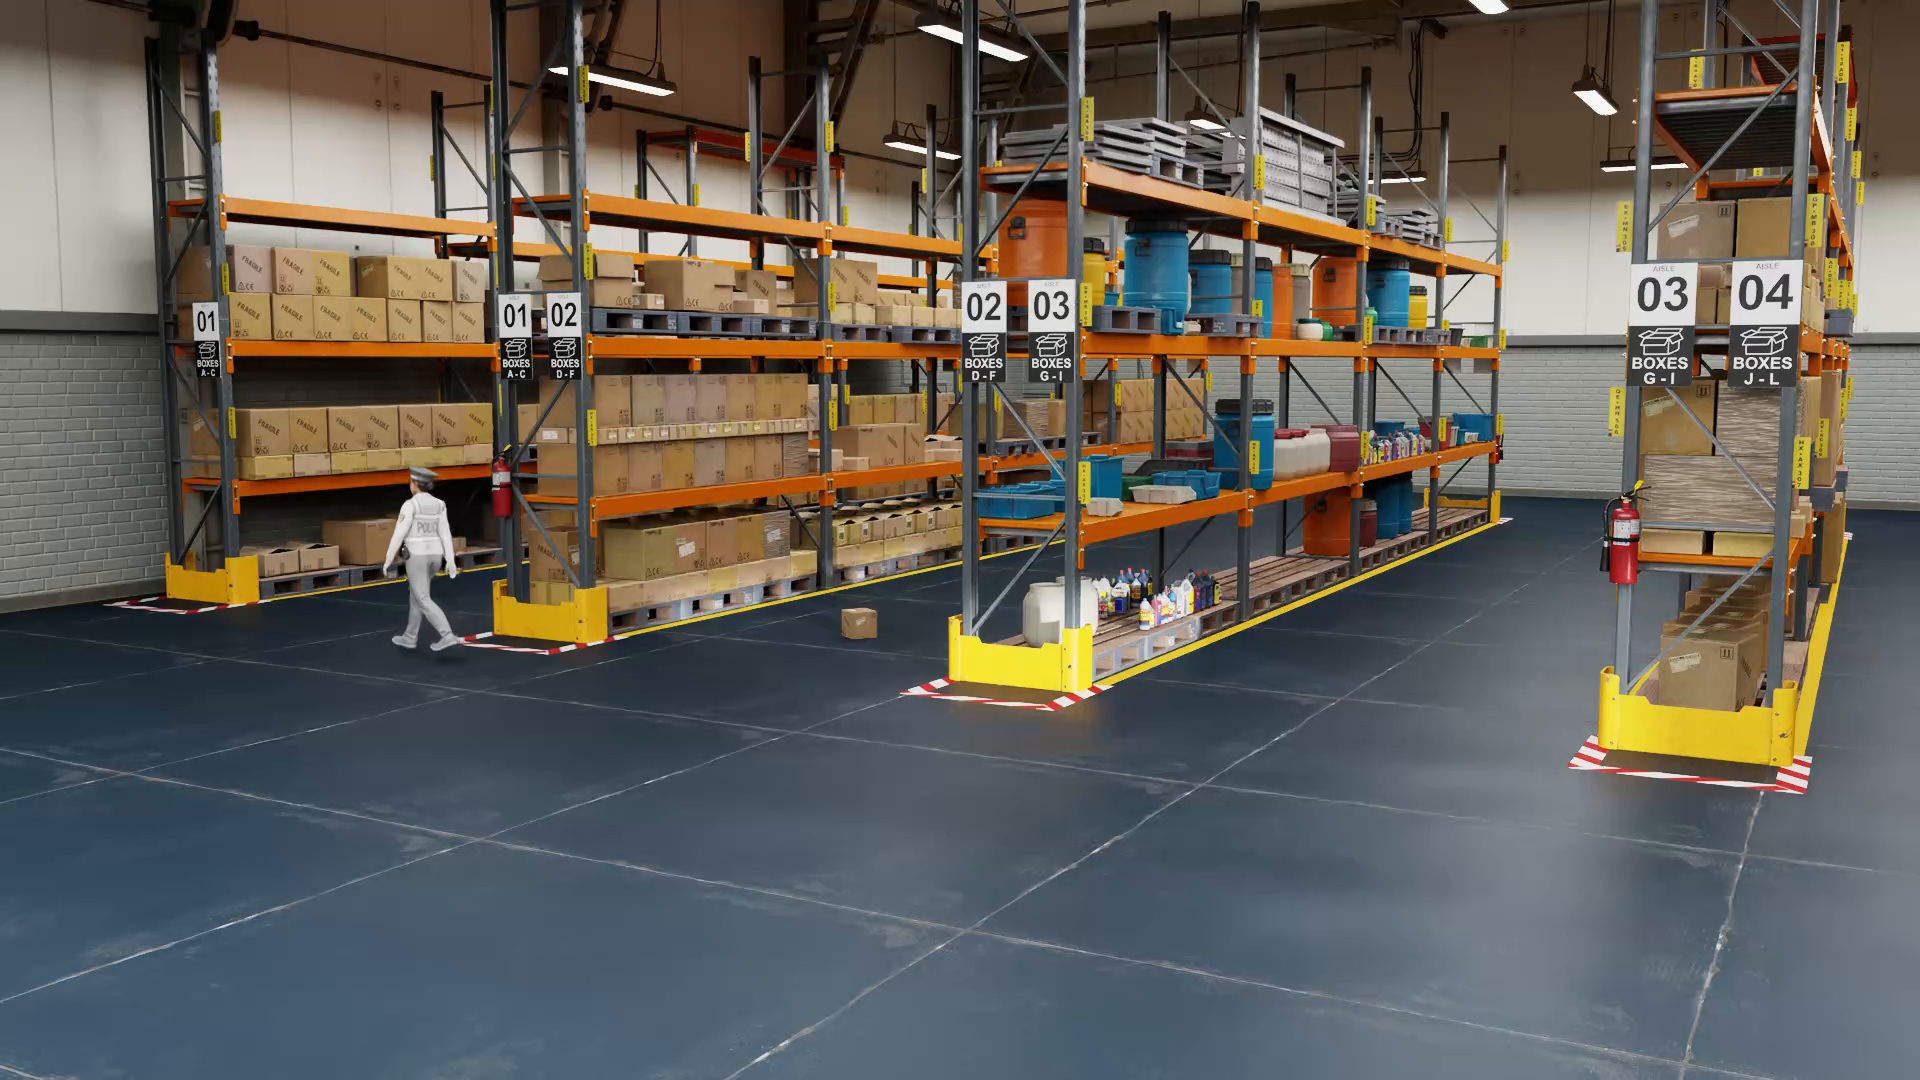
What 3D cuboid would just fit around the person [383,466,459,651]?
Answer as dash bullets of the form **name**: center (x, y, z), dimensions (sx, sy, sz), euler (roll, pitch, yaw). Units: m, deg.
- **person**: center (-4.745, 0.171, 14.663), dimensions (0.953, 1.634, 0.543), euler (3, 7, 29)
